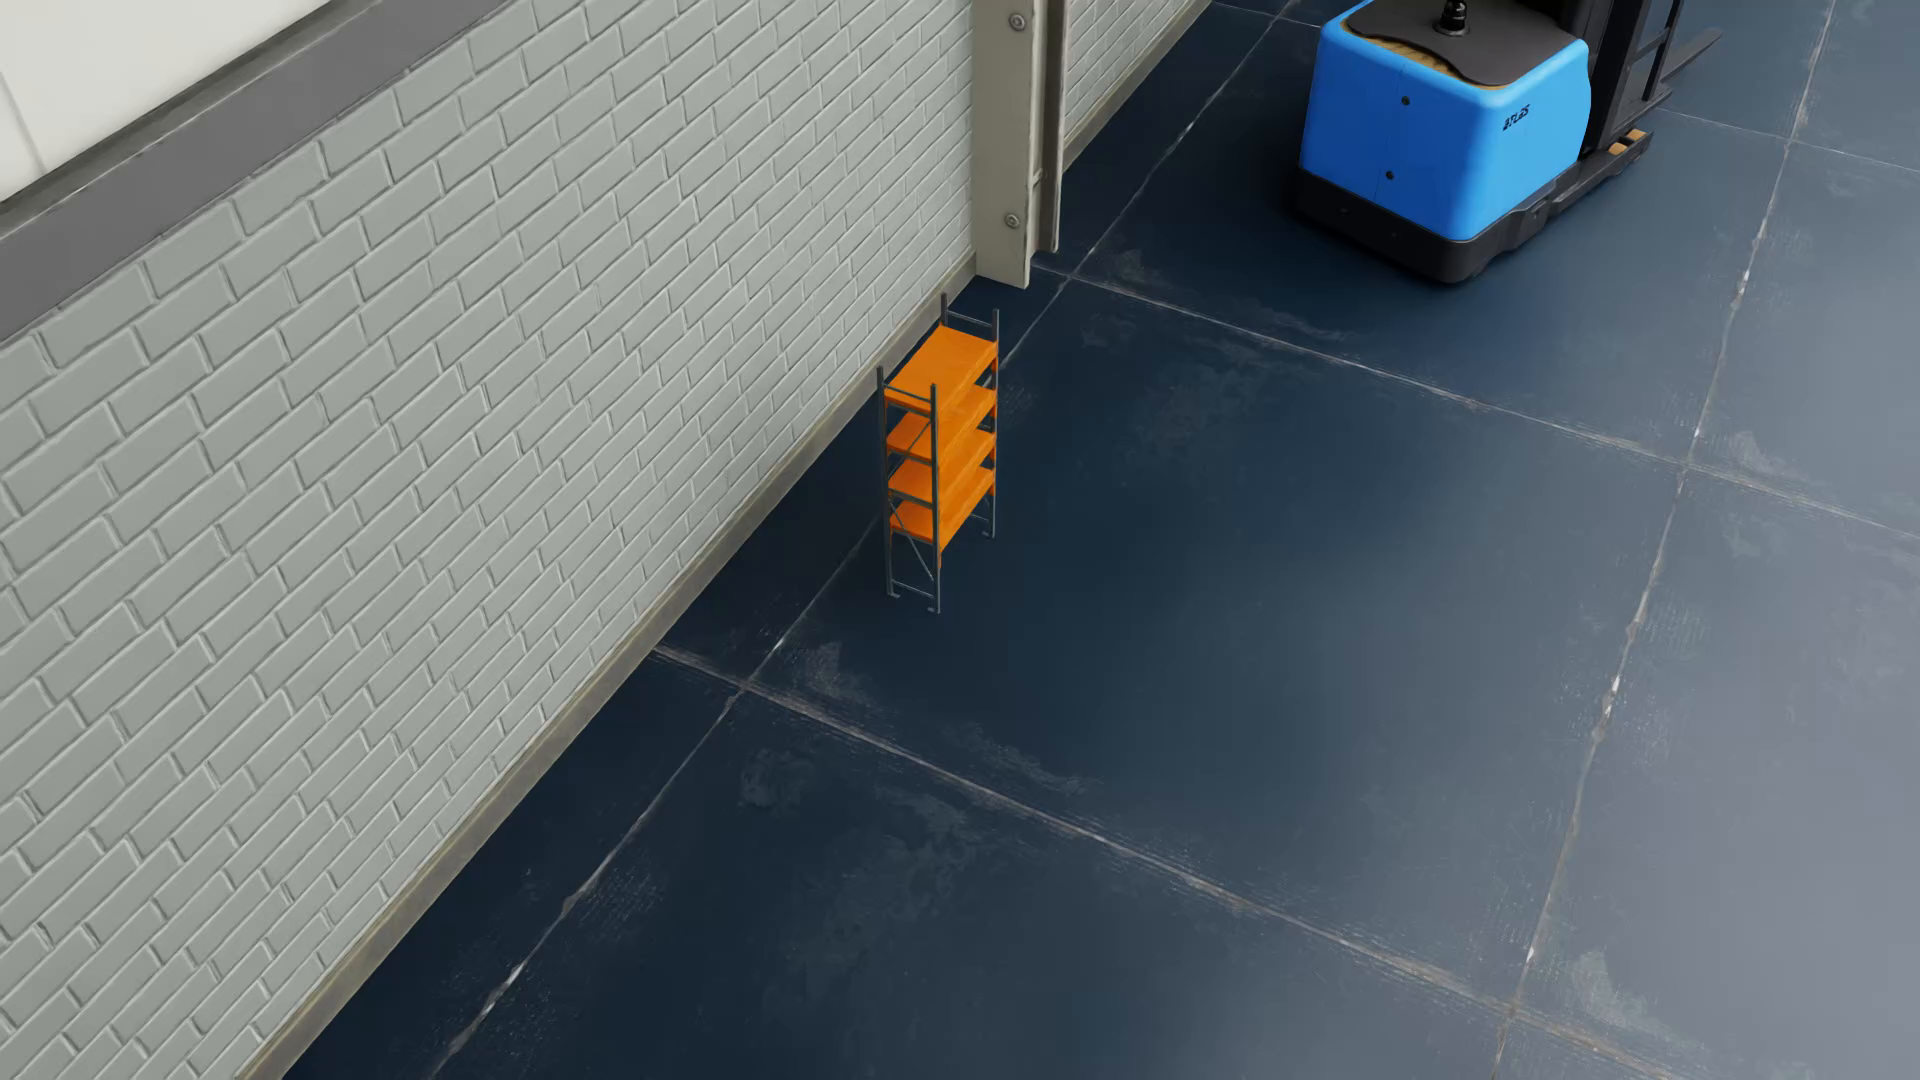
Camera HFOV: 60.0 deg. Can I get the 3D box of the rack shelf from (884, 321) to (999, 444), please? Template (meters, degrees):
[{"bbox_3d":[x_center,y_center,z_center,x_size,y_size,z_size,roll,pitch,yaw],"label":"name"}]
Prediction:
[{"bbox_3d":[-0.077,-0.594,6.221,0.258,0.148,0.480,20,49,19],"label":"rack shelf"}]

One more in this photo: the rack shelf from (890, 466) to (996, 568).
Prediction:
[{"bbox_3d":[-0.077,-0.131,6.689,0.258,0.148,0.480,20,49,19],"label":"rack shelf"}]

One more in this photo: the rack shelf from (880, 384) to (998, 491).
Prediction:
[{"bbox_3d":[-0.077,-0.427,6.389,0.258,0.148,0.480,20,49,19],"label":"rack shelf"}]

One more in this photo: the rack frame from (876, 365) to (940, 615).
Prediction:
[{"bbox_3d":[-0.190,-0.164,6.348,0.240,1.200,0.015,20,49,19],"label":"rack frame"}]

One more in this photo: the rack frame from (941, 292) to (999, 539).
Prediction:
[{"bbox_3d":[0.036,-0.471,6.652,0.240,1.200,0.015,20,49,19],"label":"rack frame"}]

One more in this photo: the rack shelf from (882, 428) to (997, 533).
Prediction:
[{"bbox_3d":[-0.077,-0.270,6.548,0.258,0.148,0.480,20,49,19],"label":"rack shelf"}]

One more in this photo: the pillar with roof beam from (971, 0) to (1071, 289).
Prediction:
[{"bbox_3d":[4.089,-3.163,3.829,9.100,9.000,0.400,20,49,19],"label":"pillar with roof beam"}]

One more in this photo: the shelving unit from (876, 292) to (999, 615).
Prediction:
[{"bbox_3d":[-0.077,-0.317,6.500,0.258,1.200,0.503,20,49,19],"label":"shelving unit"}]

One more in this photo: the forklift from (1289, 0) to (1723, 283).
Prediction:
[{"bbox_3d":[3.116,-3.236,8.168,3.031,2.935,1.130,-35,55,-30],"label":"forklift"}]
